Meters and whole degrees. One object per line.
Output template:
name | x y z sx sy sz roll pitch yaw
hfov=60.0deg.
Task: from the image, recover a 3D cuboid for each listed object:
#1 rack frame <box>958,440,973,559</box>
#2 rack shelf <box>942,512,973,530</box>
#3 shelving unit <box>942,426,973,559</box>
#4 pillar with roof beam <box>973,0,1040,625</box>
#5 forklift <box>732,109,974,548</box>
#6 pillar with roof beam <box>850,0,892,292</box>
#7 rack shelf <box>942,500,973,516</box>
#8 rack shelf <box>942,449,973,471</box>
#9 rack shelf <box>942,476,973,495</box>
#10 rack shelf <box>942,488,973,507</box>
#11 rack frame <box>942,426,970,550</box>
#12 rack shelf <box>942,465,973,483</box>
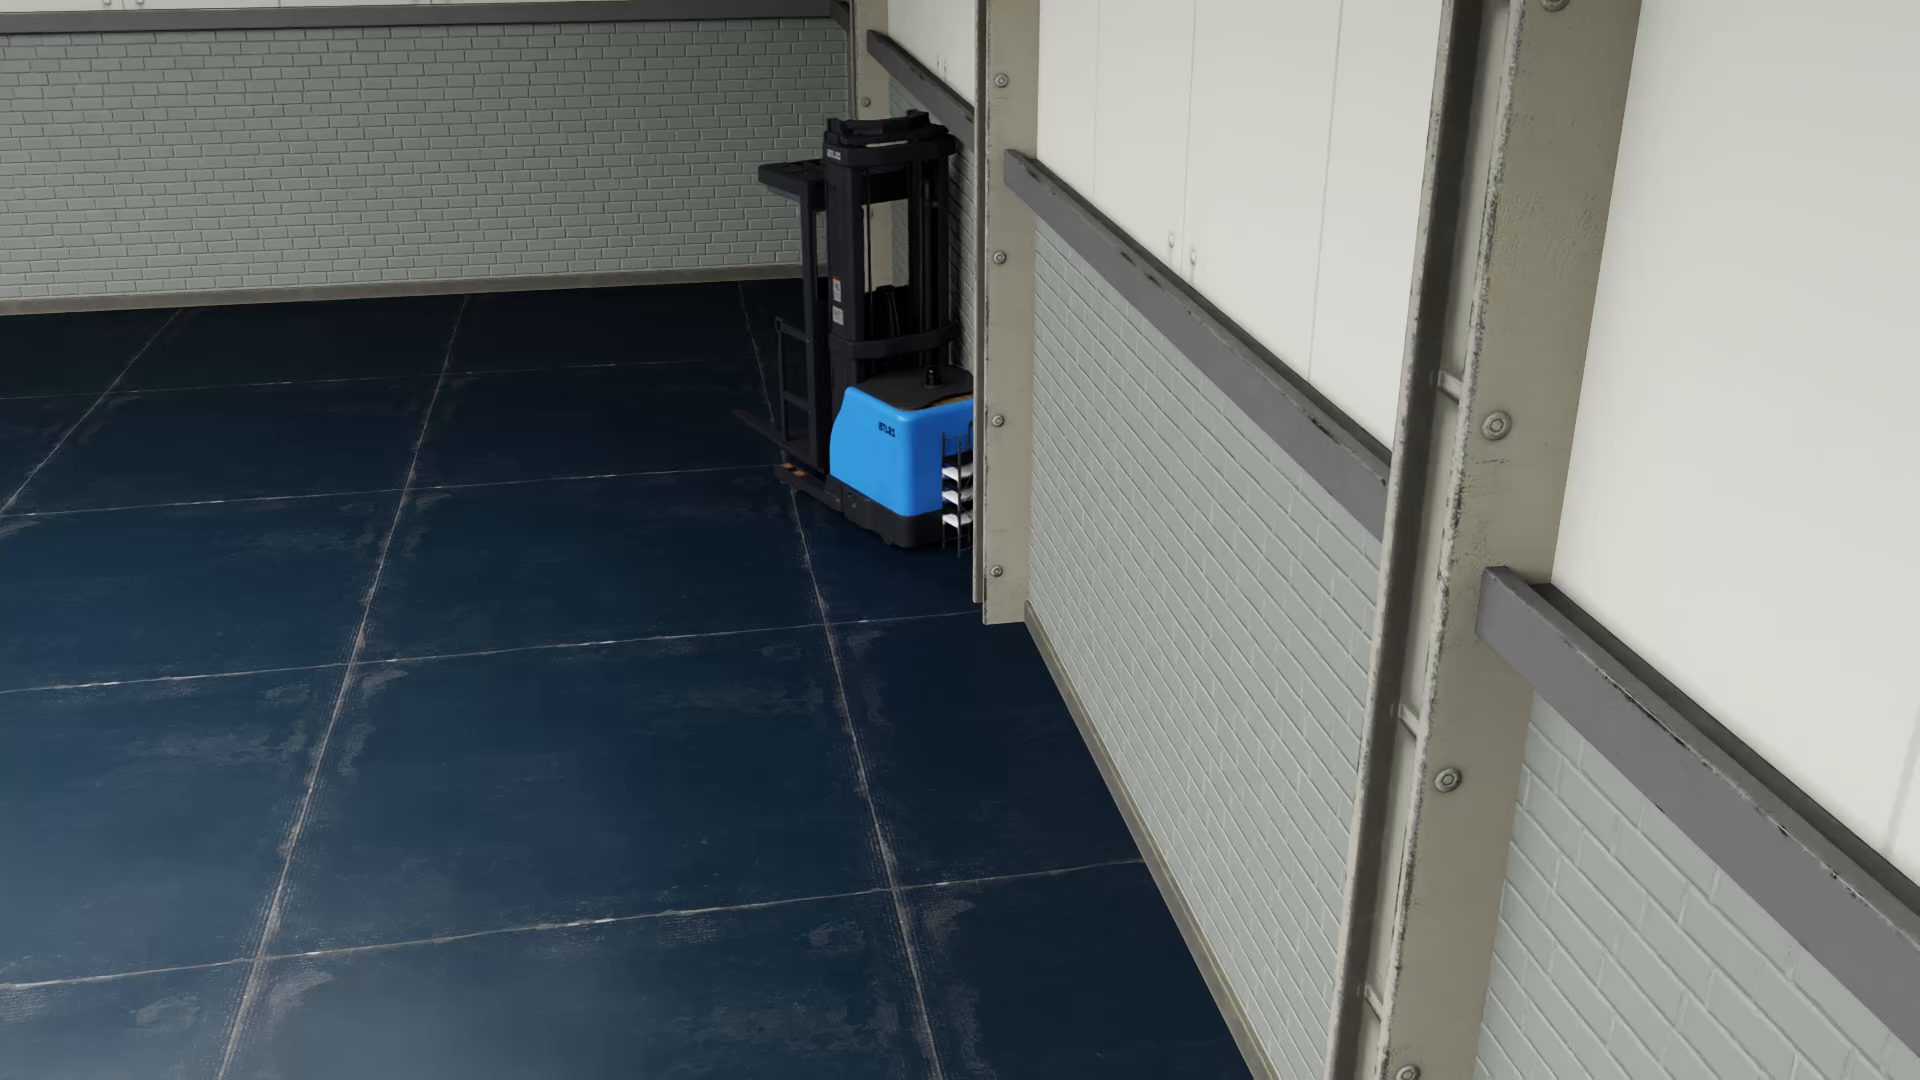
rack frame | 0.089 -0.303 11.821 0.240 0.900 0.006 -15 28 -31
rack shelf | 0.031 -0.142 11.983 0.258 0.077 0.200 -15 28 -31
shelving unit | 0.031 -0.337 11.897 0.258 0.900 0.210 -15 28 -31
pillar with roof beam | -3.956 -3.336 8.645 9.100 9.000 0.400 -4 24 -10
forklift | -0.820 -1.822 12.759 1.130 2.935 3.031 -15 28 -31
pillar with roof beam | -5.066 -5.696 14.049 9.100 9.000 0.400 -4 24 -10
rack shelf | 0.031 -0.224 11.947 0.258 0.077 0.200 -15 28 -31
rack shelf | 0.031 -0.554 11.803 0.258 0.077 0.200 -15 28 -31
rack shelf | 0.031 -0.389 11.875 0.258 0.077 0.200 -15 28 -31
rack shelf | 0.031 -0.306 11.911 0.258 0.077 0.200 -15 28 -31
rack frame | -0.026 -0.371 11.974 0.240 0.900 0.006 -15 28 -31
rack shelf | 0.031 -0.471 11.839 0.258 0.077 0.200 -15 28 -31
